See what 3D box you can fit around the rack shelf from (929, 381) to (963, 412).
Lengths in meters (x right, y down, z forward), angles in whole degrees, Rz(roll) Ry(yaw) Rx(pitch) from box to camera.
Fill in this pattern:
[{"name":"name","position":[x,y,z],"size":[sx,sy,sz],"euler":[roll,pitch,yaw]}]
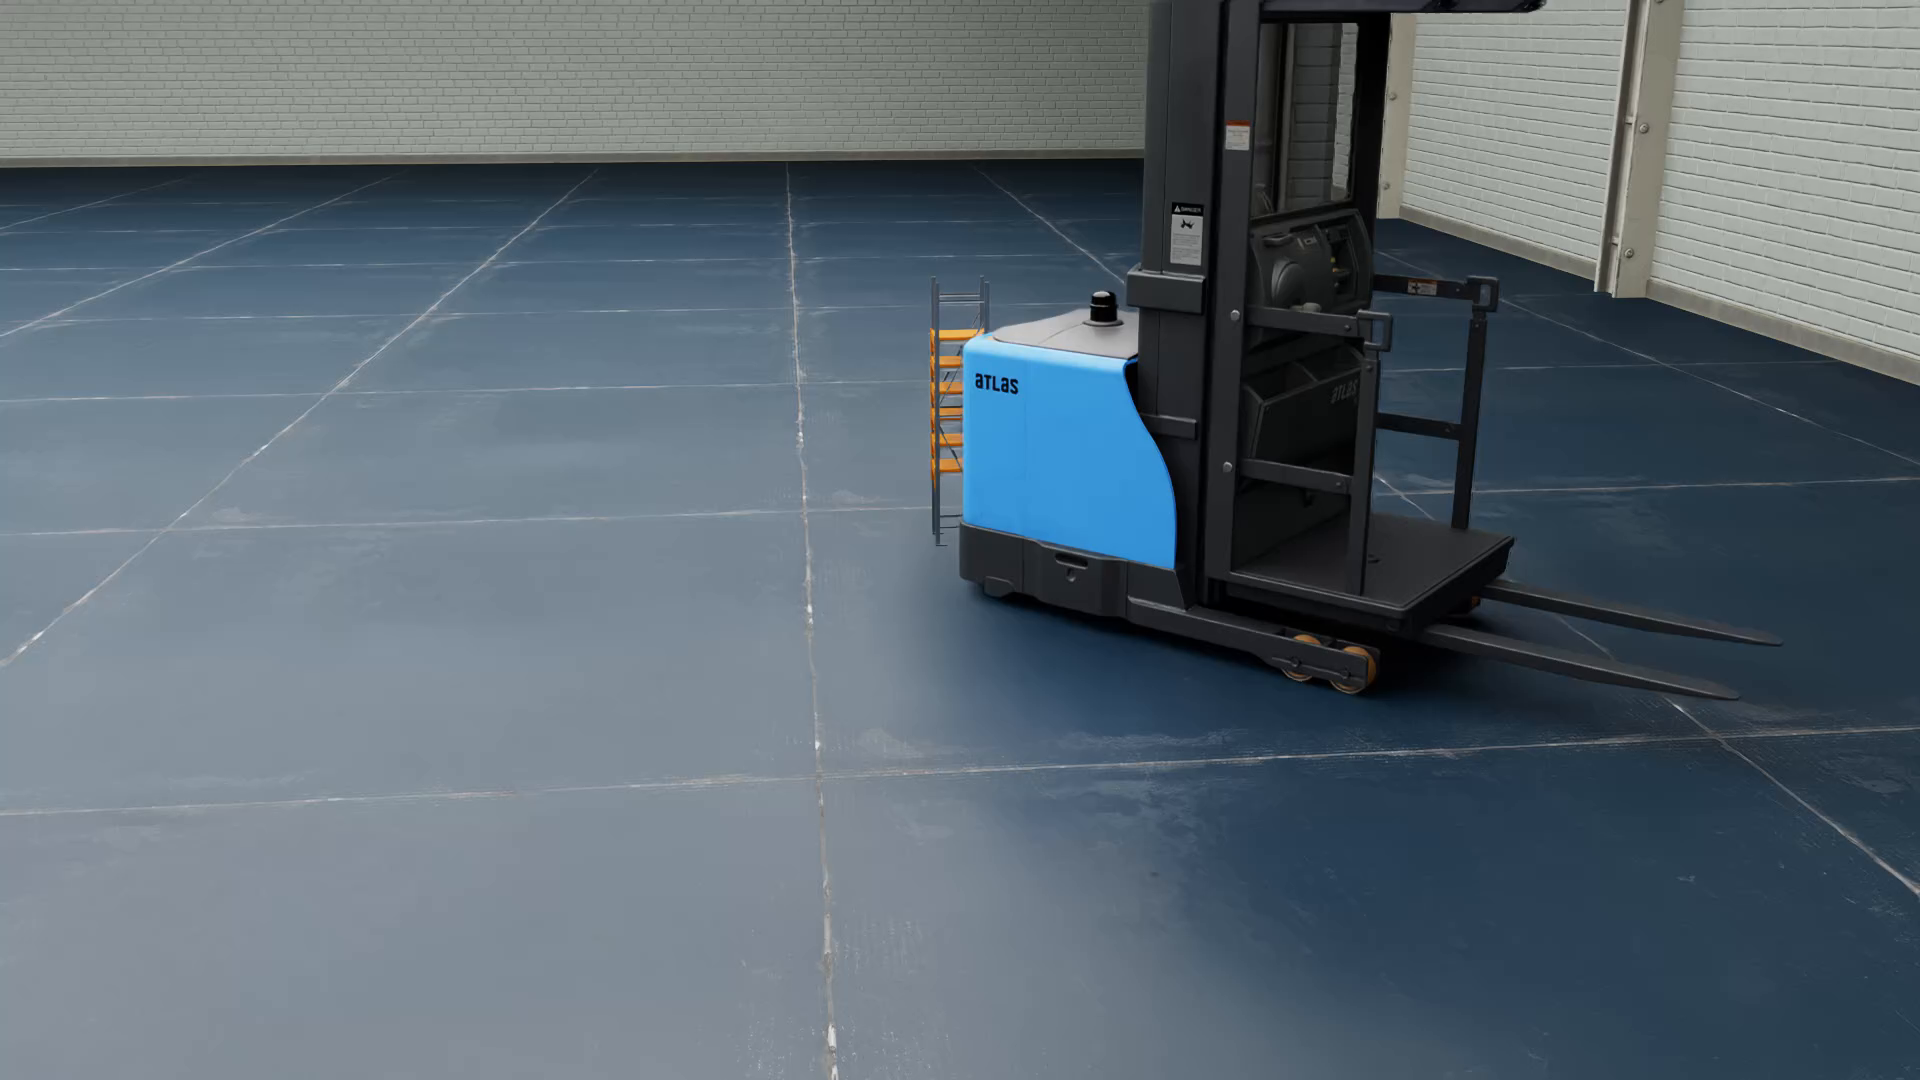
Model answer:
[{"name":"rack shelf","position":[-0.001,-0.649,7.488],"size":[0.258,0.103,0.180],"euler":[-2,18,-6]}]

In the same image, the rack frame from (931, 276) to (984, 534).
[{"name":"rack frame","position":[-0.011,-0.604,7.598],"size":[0.240,1.200,0.006],"euler":[-2,18,-6]}]

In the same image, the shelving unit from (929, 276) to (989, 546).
[{"name":"shelving unit","position":[-0.001,-0.577,7.511],"size":[0.258,1.200,0.189],"euler":[-2,18,-6]}]

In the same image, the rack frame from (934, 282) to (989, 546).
[{"name":"rack frame","position":[0.008,-0.550,7.424],"size":[0.240,1.200,0.006],"euler":[-2,18,-6]}]

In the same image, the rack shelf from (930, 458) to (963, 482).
[{"name":"rack shelf","position":[-0.001,-0.305,7.596],"size":[0.258,0.103,0.180],"euler":[-2,18,-6]}]

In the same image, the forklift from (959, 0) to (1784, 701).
[{"name":"forklift","position":[1.478,-1.030,6.064],"size":[3.031,2.935,1.130],"euler":[13,22,35]}]

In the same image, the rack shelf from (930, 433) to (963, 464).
[{"name":"rack shelf","position":[-0.001,-0.420,7.560],"size":[0.258,0.103,0.180],"euler":[-2,18,-6]}]

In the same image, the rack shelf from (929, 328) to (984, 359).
[{"name":"rack shelf","position":[-0.002,-0.878,7.417],"size":[0.258,0.103,0.180],"euler":[-2,18,-6]}]

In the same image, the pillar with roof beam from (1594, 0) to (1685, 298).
[{"name":"pillar with roof beam","position":[1.489,-6.310,12.751],"size":[9.100,9.000,0.400],"euler":[-2,18,-6]}]

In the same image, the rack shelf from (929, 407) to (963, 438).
[{"name":"rack shelf","position":[-0.001,-0.534,7.524],"size":[0.258,0.103,0.180],"euler":[-2,18,-6]}]

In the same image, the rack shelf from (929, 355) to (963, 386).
[{"name":"rack shelf","position":[-0.002,-0.763,7.453],"size":[0.258,0.103,0.180],"euler":[-2,18,-6]}]

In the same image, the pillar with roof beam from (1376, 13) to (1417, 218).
[{"name":"pillar with roof beam","position":[0.870,-8.097,18.445],"size":[9.100,9.000,0.400],"euler":[-2,18,-6]}]
